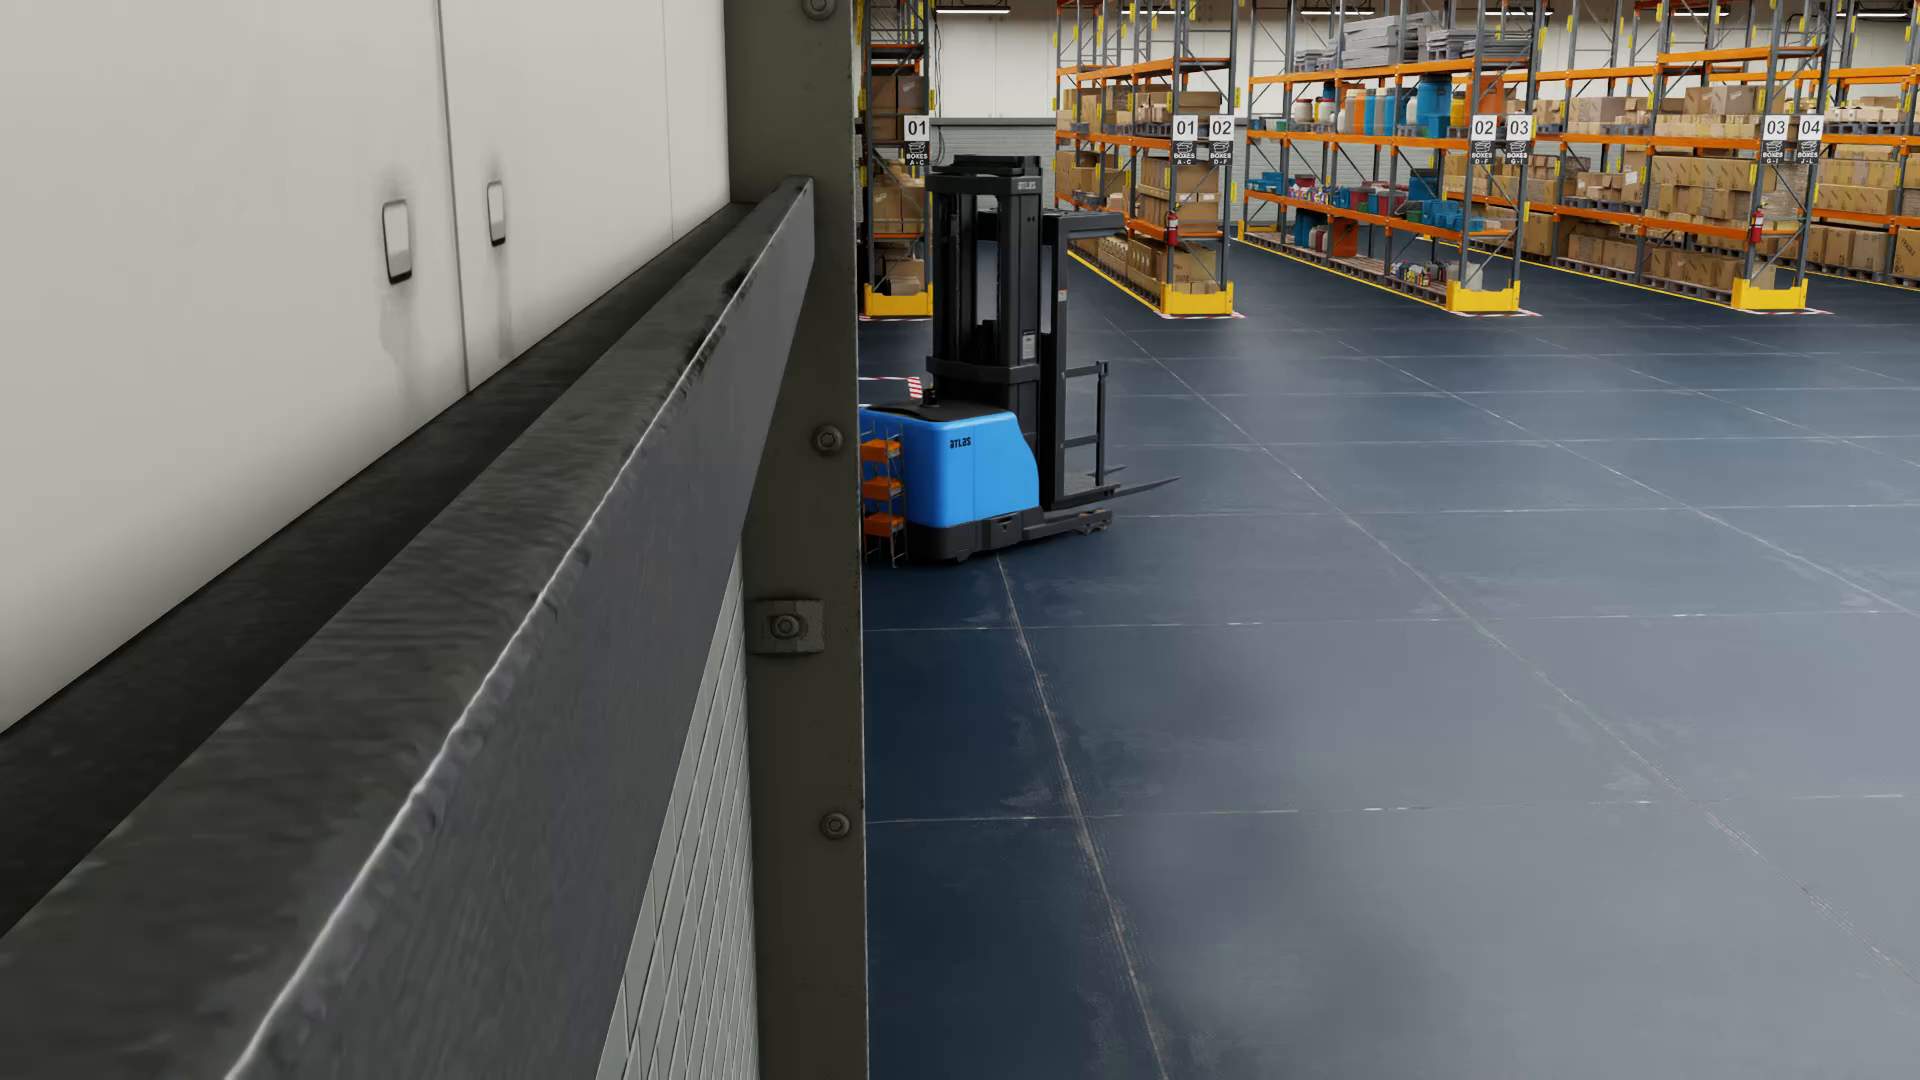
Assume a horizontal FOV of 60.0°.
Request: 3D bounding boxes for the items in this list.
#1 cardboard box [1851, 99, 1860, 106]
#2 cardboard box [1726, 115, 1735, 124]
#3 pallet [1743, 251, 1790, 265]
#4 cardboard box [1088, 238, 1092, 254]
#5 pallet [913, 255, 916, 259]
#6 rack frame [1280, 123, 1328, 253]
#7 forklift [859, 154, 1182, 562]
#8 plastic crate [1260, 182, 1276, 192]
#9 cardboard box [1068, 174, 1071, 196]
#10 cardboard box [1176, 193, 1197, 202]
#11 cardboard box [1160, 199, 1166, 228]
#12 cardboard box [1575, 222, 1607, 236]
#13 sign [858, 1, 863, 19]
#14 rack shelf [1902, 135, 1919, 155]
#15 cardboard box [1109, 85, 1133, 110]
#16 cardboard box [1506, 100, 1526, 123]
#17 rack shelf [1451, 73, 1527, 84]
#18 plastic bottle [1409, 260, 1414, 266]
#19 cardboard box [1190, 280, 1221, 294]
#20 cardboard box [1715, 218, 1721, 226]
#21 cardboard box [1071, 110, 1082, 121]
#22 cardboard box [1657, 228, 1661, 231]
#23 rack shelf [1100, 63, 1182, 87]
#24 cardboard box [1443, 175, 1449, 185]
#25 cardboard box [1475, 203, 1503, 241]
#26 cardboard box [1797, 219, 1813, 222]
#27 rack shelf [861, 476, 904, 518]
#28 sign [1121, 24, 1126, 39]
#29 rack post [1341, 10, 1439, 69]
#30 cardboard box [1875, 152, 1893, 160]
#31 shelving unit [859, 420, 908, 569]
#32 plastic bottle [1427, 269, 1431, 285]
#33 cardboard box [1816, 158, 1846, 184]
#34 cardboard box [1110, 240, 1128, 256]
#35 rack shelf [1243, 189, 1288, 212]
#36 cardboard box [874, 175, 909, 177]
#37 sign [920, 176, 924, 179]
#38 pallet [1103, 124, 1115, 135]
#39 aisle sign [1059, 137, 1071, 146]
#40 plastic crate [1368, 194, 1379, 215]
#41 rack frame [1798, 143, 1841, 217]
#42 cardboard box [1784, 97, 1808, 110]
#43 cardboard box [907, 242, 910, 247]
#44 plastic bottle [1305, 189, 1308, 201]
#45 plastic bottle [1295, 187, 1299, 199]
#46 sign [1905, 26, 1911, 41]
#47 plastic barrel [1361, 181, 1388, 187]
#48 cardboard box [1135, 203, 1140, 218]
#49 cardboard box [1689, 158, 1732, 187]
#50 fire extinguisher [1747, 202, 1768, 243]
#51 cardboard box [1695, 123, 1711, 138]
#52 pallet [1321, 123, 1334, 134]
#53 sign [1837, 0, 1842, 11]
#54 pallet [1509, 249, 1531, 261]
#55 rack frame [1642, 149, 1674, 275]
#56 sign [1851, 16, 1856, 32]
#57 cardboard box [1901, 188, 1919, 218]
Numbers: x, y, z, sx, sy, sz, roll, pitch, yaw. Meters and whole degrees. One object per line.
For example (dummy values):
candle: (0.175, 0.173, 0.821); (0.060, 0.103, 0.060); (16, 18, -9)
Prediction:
cardboard box: (22.708, -10.791, 41.685); (0.500, 0.500, 0.500); (-1, 14, -2)
cardboard box: (13.440, -7.242, 28.636); (0.380, 0.149, 0.250); (-1, 14, -3)
pallet: (18.247, -6.295, 37.069); (1.003, 0.211, 1.213); (-1, 14, -3)
cardboard box: (3.126, -6.608, 36.822); (0.500, 0.500, 0.500); (-1, 14, -5)
pallet: (-1.467, -6.017, 35.988); (1.003, 0.211, 1.213); (-1, 14, -3)
rack frame: (8.146, -8.318, 39.335); (1.000, 3.000, 0.127); (-1, 14, -3)
forklift: (0.582, -1.549, 13.166); (3.031, 2.935, 1.130); (-13, 20, -42)
plastic crate: (7.685, -8.792, 41.394); (0.416, 0.233, 0.300); (-1, 14, -3)
cardboard box: (2.882, -8.539, 39.995); (0.500, 0.500, 0.500); (0, 14, -2)
cardboard box: (3.732, -5.713, 27.707); (0.380, 0.149, 0.250); (-1, 14, -4)
cardboard box: (3.867, -5.677, 28.870); (0.700, 0.500, 0.500); (-1, 14, -3)
cardboard box: (13.409, -6.599, 35.283); (0.500, 0.250, 0.500); (0, 14, -1)
sign: (-1.800, -9.600, 30.085); (0.100, 0.325, 0.005); (-1, 14, -3)
rack shelf: (18.666, -7.063, 29.882); (1.077, 0.370, 4.000); (-1, 14, -3)
cardboard box: (3.429, -9.342, 35.086); (0.500, 0.500, 0.500); (-1, 14, -3)
cardboard box: (13.136, -9.955, 38.634); (0.700, 0.500, 0.500); (-1, 14, -2)
rack shelf: (12.966, -11.255, 40.958); (1.077, 0.370, 4.000); (-1, 14, -3)
plastic bottle: (8.422, -5.054, 31.081); (0.144, 0.351, 0.185); (-1, 14, -3)
cardboard box: (4.135, -4.267, 28.264); (0.500, 0.250, 0.500); (-1, 14, -3)
cardboard box: (13.554, -5.605, 29.295); (0.380, 0.149, 0.250); (-1, 14, -3)
cardboard box: (2.901, -9.981, 39.078); (0.500, 0.250, 0.500); (-1, 14, -3)
cardboard box: (17.697, -7.813, 41.656); (0.380, 0.149, 0.250); (-2, 15, -6)
rack shelf: (3.574, -9.114, 32.634); (1.077, 0.370, 4.000); (-1, 14, -3)
cardboard box: (12.641, -9.208, 42.498); (0.500, 0.250, 0.500); (-1, 14, -4)
cardboard box: (13.129, -7.734, 40.488); (0.875, 0.875, 0.875); (-1, 14, -3)
cardboard box: (18.493, -6.982, 36.813); (0.500, 0.250, 0.500); (-2, 15, -6)
rack shelf: (-0.563, -0.324, 12.194); (0.240, 0.259, 0.215); (9, 20, 31)
sign: (3.756, -11.687, 38.197); (0.100, 0.325, 0.005); (-1, 14, -3)
rack post: (8.434, -9.819, 32.728); (1.013, 1.000, 3.121); (-1, 14, -3)
cardboard box: (22.676, -9.193, 40.529); (0.500, 0.500, 0.500); (-1, 14, -4)
shelving unit: (-0.563, -0.334, 12.191); (0.252, 1.050, 0.215); (9, 20, 31)
plastic bottle: (8.456, -4.746, 30.021); (0.061, 0.283, 0.133); (-1, 14, -3)
cardboard box: (18.345, -7.746, 34.906); (0.700, 0.500, 0.500); (-1, 14, -4)
cardboard box: (3.292, -5.871, 33.375); (0.500, 0.311, 0.500); (-1, 14, -4)
rack shelf: (8.022, -8.467, 41.358); (1.077, 0.370, 4.000); (-1, 14, -3)
cardboard box: (-1.355, -7.005, 33.150); (0.700, 0.500, 0.500); (-1, 14, -3)
sign: (-0.705, -6.605, 30.940); (0.100, 0.325, 0.005); (-1, 14, -3)
pallet: (3.581, -8.441, 34.174); (1.213, 0.211, 1.003); (0, 14, -1)
aisle sign: (2.657, -10.509, 42.632); (0.394, 0.787, 0.004); (-1, 14, -3)
plastic crate: (8.263, -6.590, 32.652); (0.392, 0.384, 0.575); (-1, 14, -3)
rack frame: (22.733, -9.542, 44.093); (1.000, 3.000, 0.127); (-1, 14, -3)
cardboard box: (18.010, -9.419, 35.860); (0.396, 0.266, 0.258); (-1, 14, -3)
cardboard box: (-1.397, -5.994, 34.438); (0.700, 0.500, 0.500); (-1, 14, -3)
plastic bottle: (7.852, -7.793, 37.554); (0.097, 0.271, 0.097); (0, 14, 0)
plastic bottle: (7.797, -8.014, 38.414); (0.097, 0.271, 0.097); (0, 14, 0)
sign: (22.425, -11.979, 39.334); (0.100, 0.325, 0.005); (-1, 14, -3)
plastic barrel: (8.725, -7.278, 35.022); (0.600, 0.536, 0.708); (-1, 14, -3)
cardboard box: (3.624, -6.302, 31.801); (0.500, 0.250, 0.500); (0, 14, 0)
cardboard box: (13.465, -6.593, 29.826); (0.500, 0.500, 0.500); (-1, 14, -3)
fire extinguisher: (13.380, -5.337, 27.905); (0.296, 0.674, 0.183); (-1, 14, -3)
cardboard box: (13.456, -7.283, 29.593); (0.500, 0.250, 0.500); (-1, 14, -4)
pallet: (8.444, -8.876, 35.864); (1.003, 0.211, 1.213); (-1, 14, -3)
sign: (14.375, -8.814, 27.192); (0.100, 0.325, 0.005); (-1, 14, -3)
pallet: (13.291, -6.549, 38.056); (1.003, 0.211, 1.213); (-1, 14, -3)
rack frame: (13.589, -6.405, 31.900); (0.949, 2.616, 0.053); (-1, 14, -3)
sign: (18.848, -10.895, 35.119); (0.100, 0.325, 0.005); (-1, 14, -3)
cardboard box: (18.577, -6.437, 31.725); (0.875, 0.550, 0.550); (-1, 14, -3)
